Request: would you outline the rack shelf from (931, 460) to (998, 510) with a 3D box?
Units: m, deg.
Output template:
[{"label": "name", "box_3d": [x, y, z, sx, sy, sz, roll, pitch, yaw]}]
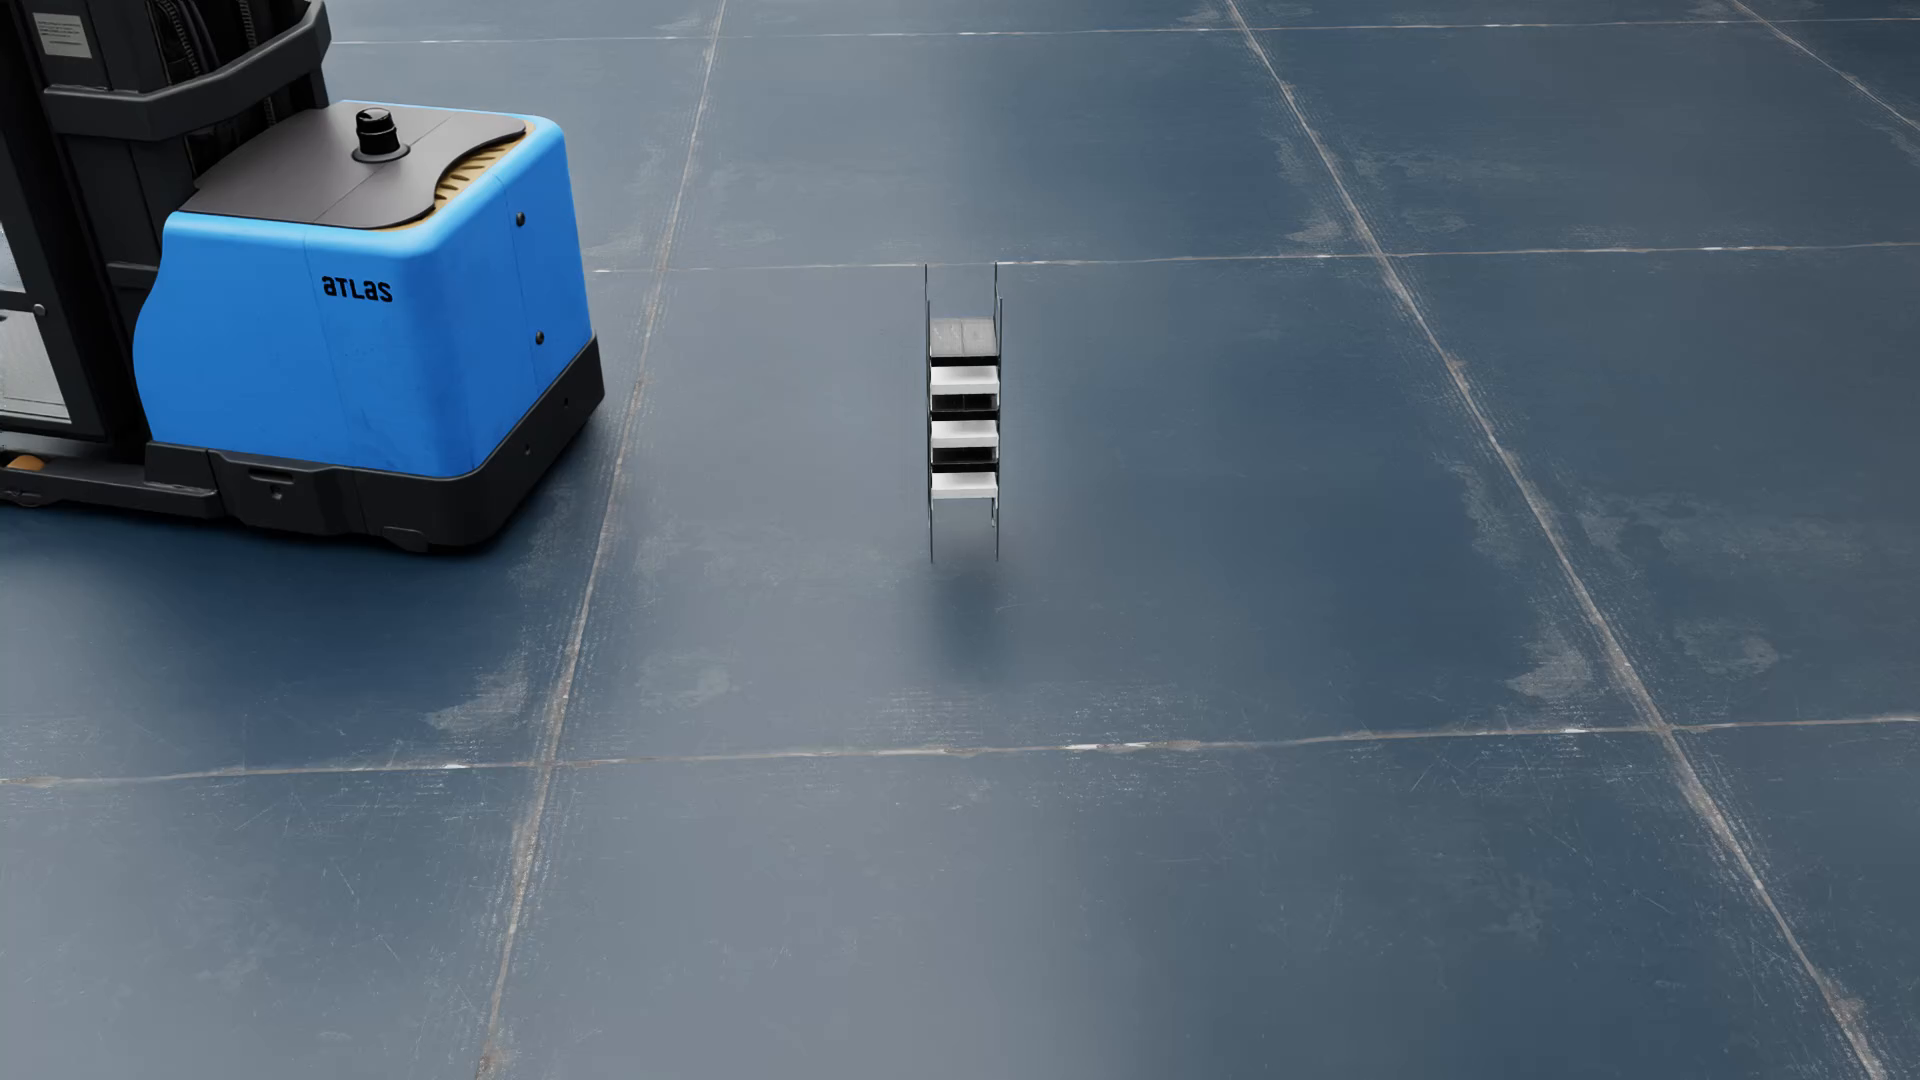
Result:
[{"label": "rack shelf", "box_3d": [0.008, -0.195, 5.116, 0.200, 0.077, 0.258, -2, 35, -2]}]

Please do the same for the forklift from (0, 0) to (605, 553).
[{"label": "forklift", "box_3d": [-2.823, -1.596, 4.980, 3.031, 2.935, 1.130, 7, 35, 10]}]

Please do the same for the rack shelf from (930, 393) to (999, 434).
[{"label": "rack shelf", "box_3d": [0.008, -0.417, 4.962, 0.200, 0.077, 0.258, -2, 35, -2]}]

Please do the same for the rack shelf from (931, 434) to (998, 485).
[{"label": "rack shelf", "box_3d": [0.008, -0.269, 5.064, 0.200, 0.077, 0.258, -2, 35, -2]}]

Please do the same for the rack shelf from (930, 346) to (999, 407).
[{"label": "rack shelf", "box_3d": [0.008, -0.491, 4.911, 0.200, 0.077, 0.258, -2, 35, -2]}]

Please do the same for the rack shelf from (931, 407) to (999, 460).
[{"label": "rack shelf", "box_3d": [0.008, -0.343, 5.013, 0.200, 0.077, 0.258, -2, 35, -2]}]

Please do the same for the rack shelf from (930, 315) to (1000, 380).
[{"label": "rack shelf", "box_3d": [0.008, -0.565, 4.860, 0.200, 0.077, 0.258, -2, 35, -2]}]

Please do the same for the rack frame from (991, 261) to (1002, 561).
[{"label": "rack frame", "box_3d": [0.110, -0.373, 4.998, 0.006, 0.900, 0.240, -2, 35, -2]}]

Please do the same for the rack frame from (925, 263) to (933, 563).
[{"label": "rack frame", "box_3d": [-0.093, -0.367, 4.990, 0.006, 0.900, 0.240, -2, 35, -2]}]

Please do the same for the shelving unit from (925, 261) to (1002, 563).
[{"label": "shelving unit", "box_3d": [0.008, -0.370, 4.994, 0.210, 0.900, 0.258, -2, 35, -2]}]
